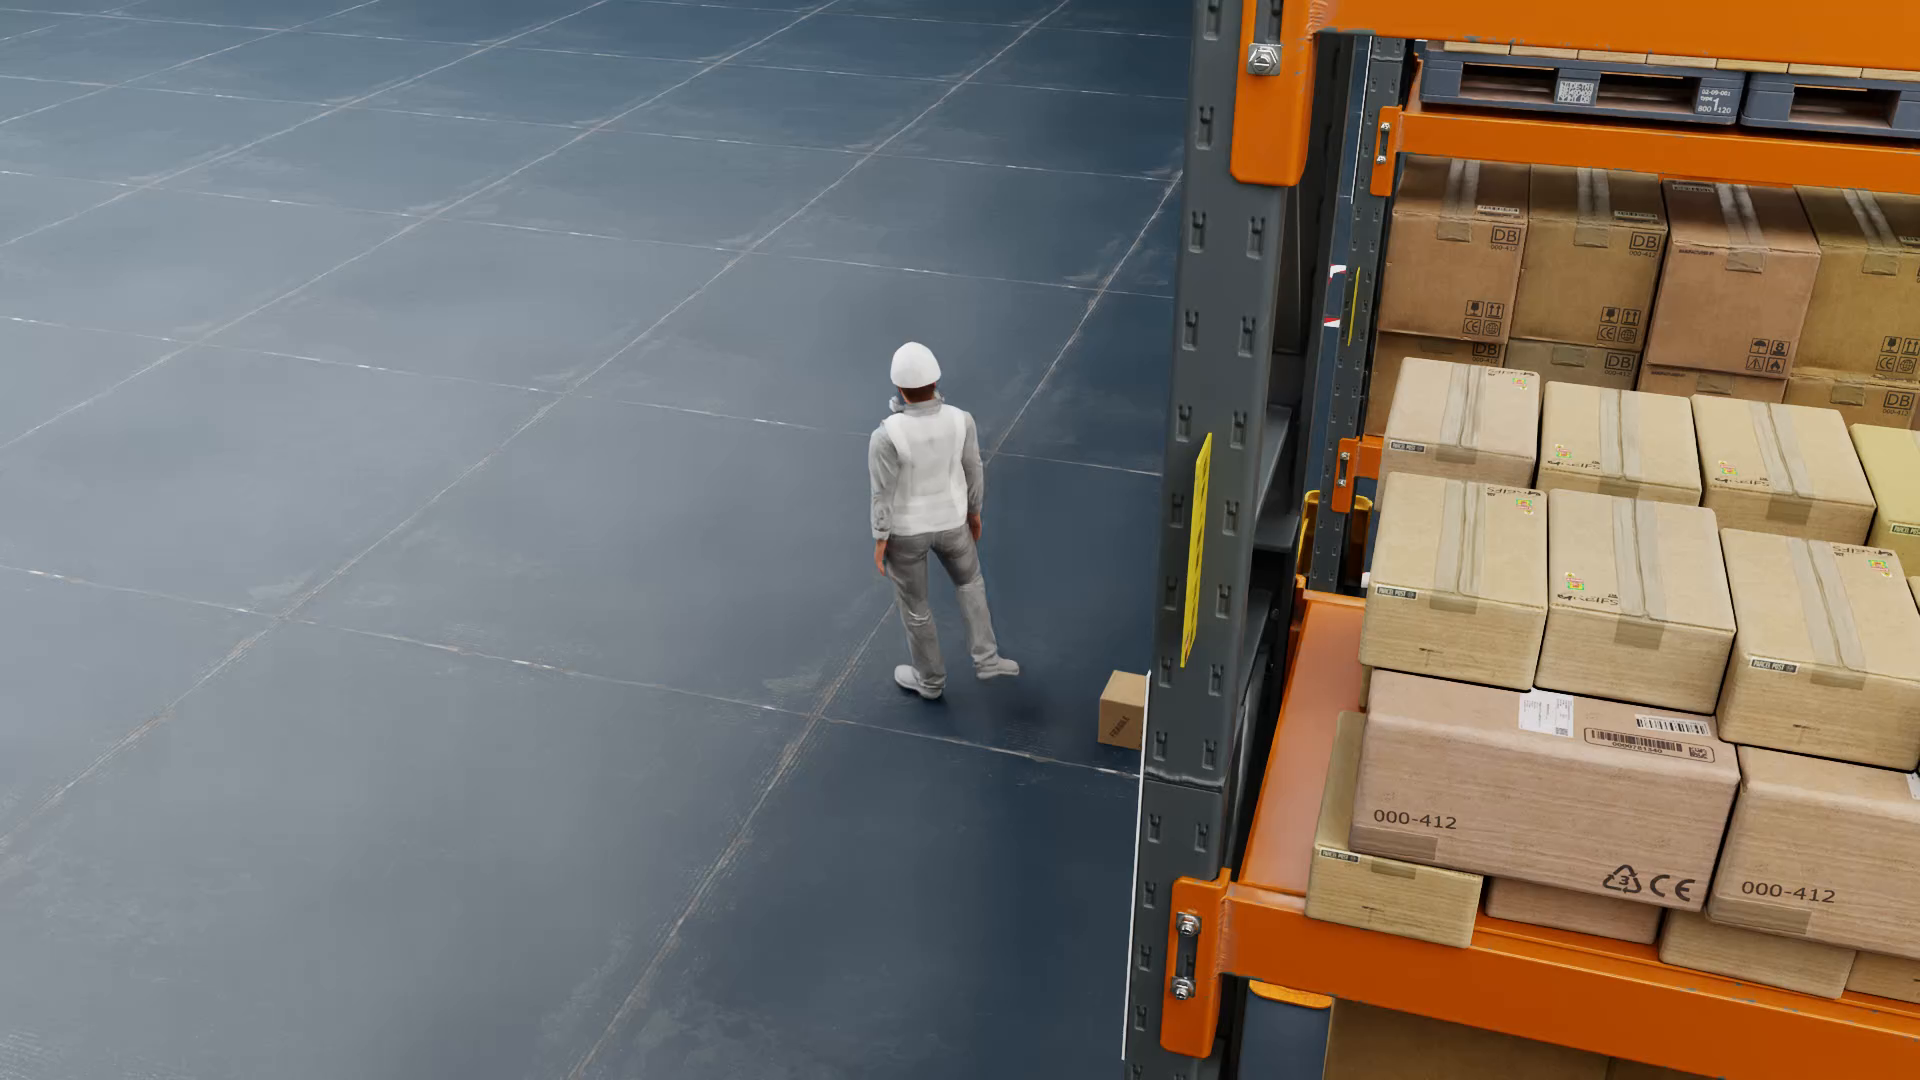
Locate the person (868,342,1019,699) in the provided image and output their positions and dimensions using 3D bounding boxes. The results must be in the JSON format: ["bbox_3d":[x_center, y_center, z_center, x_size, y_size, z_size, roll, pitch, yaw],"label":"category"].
[{"bbox_3d":[-0.077,-0.068,7.698,0.694,1.760,0.517,-11,31,-19],"label":"person"}]
